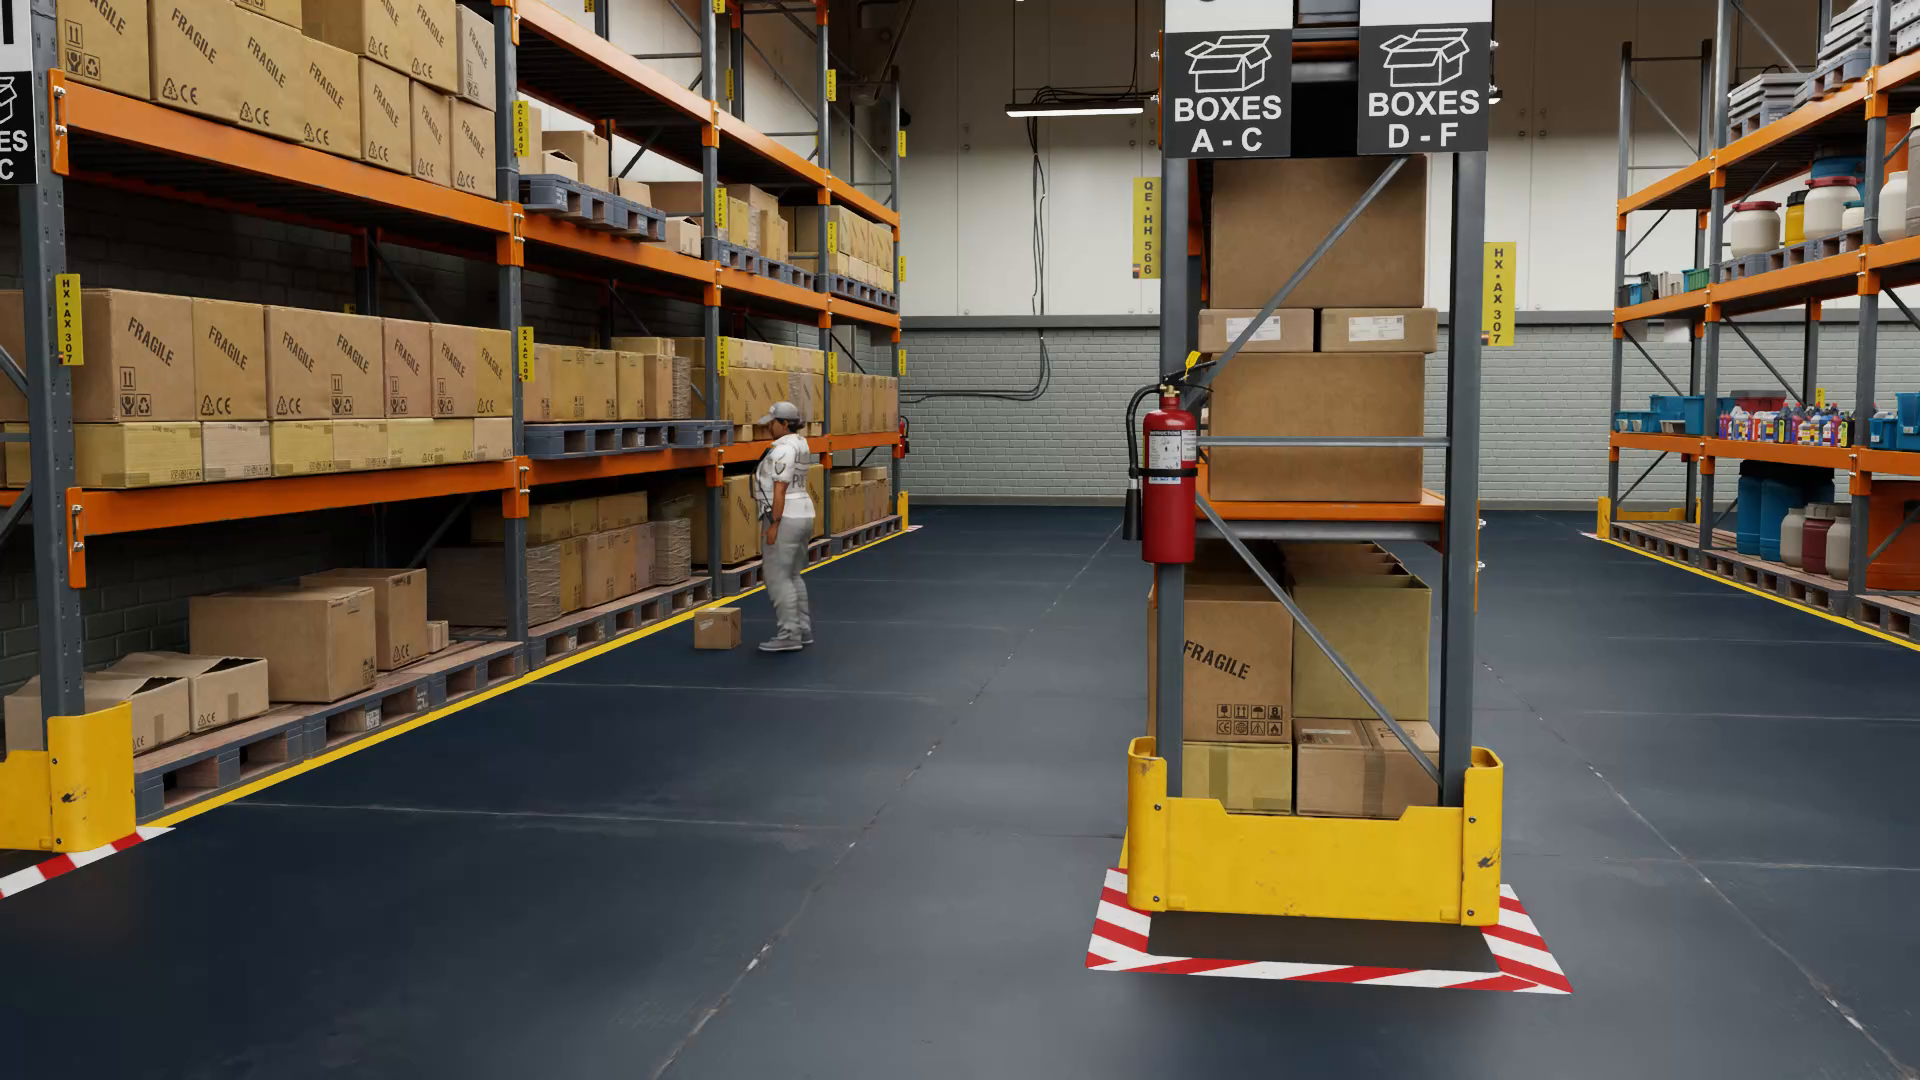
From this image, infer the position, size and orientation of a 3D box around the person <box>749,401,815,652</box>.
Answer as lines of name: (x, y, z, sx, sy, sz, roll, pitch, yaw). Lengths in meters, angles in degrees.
person: (-1.179, -0.094, 11.122, 0.390, 1.660, 0.469, 1, 5, 10)
